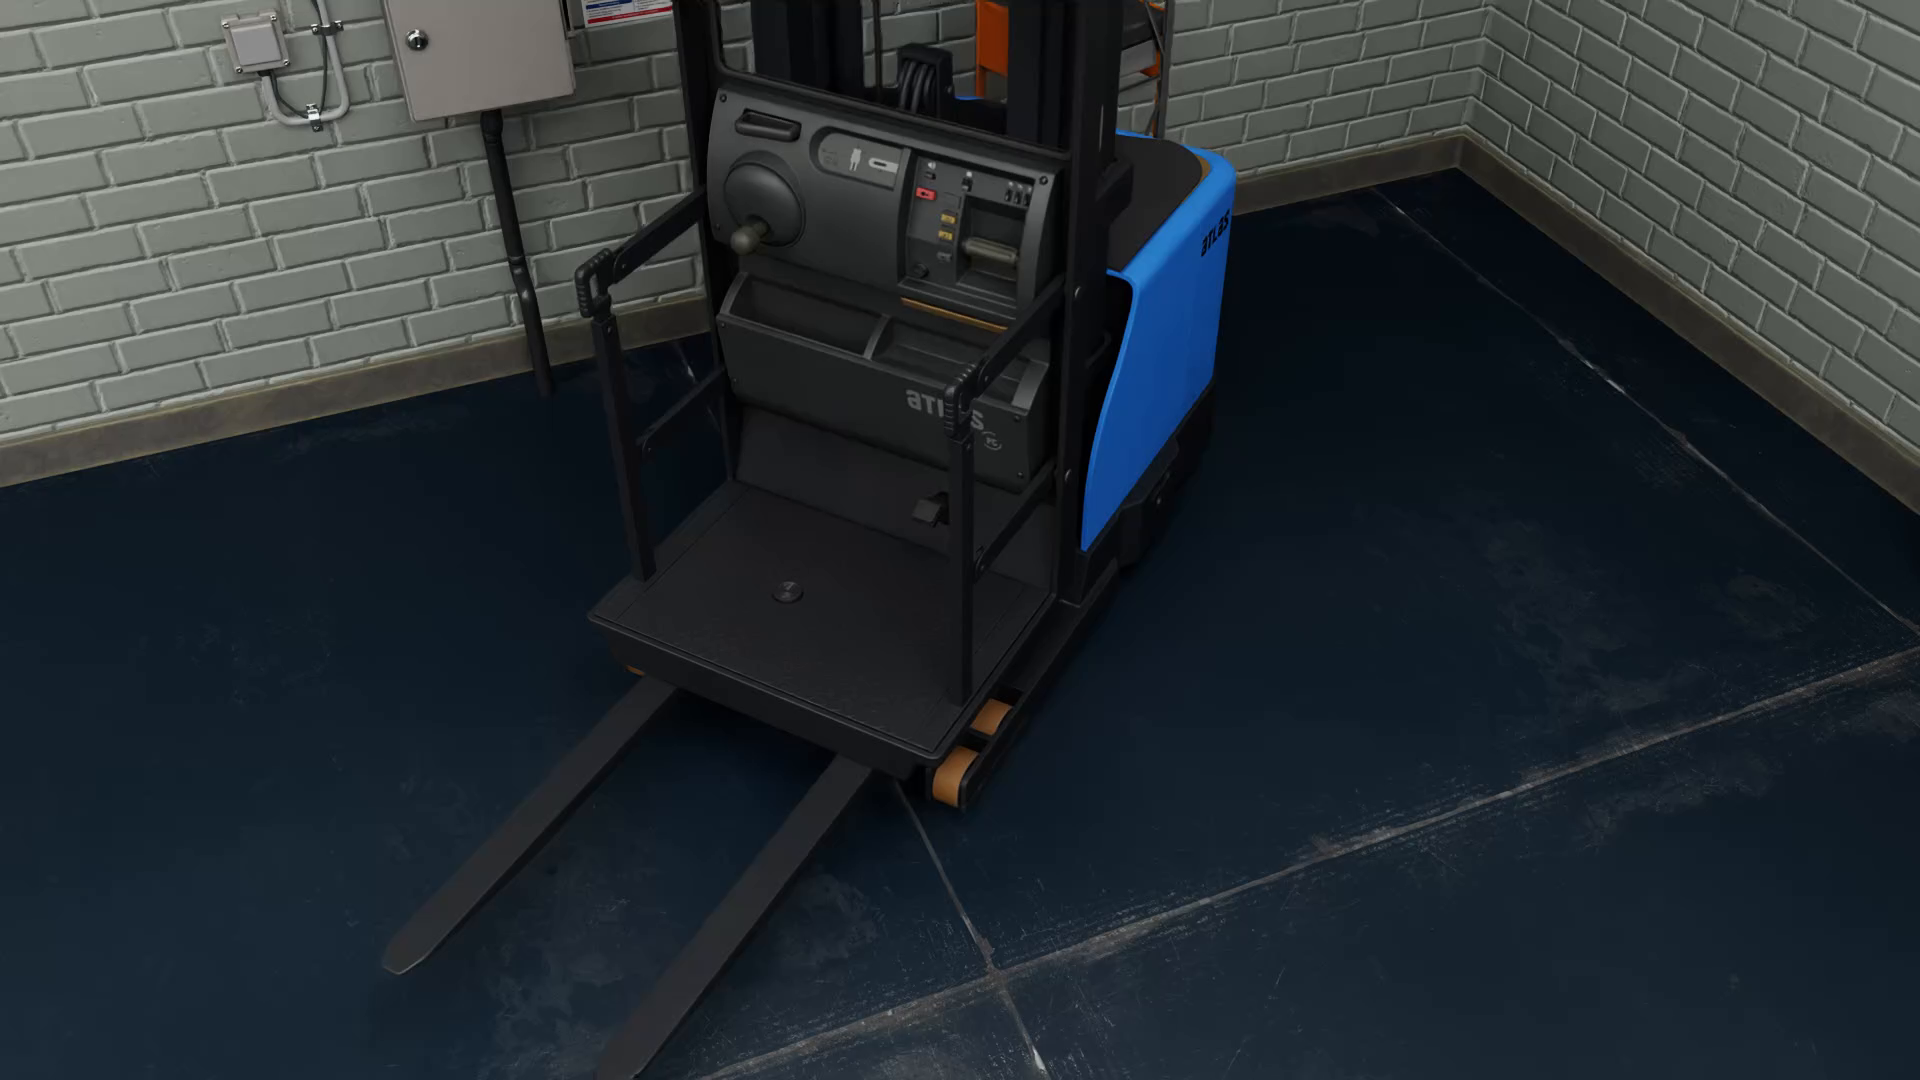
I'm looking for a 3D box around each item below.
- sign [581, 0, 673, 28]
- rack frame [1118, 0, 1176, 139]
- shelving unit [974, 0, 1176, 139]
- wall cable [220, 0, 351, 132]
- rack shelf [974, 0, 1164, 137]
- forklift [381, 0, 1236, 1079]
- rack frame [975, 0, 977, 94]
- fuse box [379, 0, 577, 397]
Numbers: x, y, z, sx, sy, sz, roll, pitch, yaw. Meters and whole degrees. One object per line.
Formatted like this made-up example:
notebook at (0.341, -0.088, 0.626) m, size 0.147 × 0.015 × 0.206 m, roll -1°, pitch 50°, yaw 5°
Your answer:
sign at (-1.043, -1.860, 5.185) m, size 0.329 × 0.494 × 0.001 m, roll -15°, pitch 43°, yaw -17°
rack frame at (0.519, -1.425, 5.296) m, size 0.400 × 2.100 × 0.015 m, roll -28°, pitch 48°, yaw -29°
shelving unit at (0.365, -1.548, 5.440) m, size 0.431 × 2.100 × 0.503 m, roll -28°, pitch 48°, yaw -29°
wall cable at (-2.111, -1.958, 4.447) m, size 0.588 × 1.984 × 0.122 m, roll -15°, pitch 43°, yaw -17°
rack shelf at (0.365, -1.537, 5.448) m, size 0.431 × 0.518 × 0.480 m, roll -28°, pitch 48°, yaw -29°
forklift at (-0.307, -0.740, 3.863) m, size 1.130 × 2.935 × 3.031 m, roll 19°, pitch 44°, yaw 21°
rack frame at (0.210, -1.671, 5.583) m, size 0.400 × 2.100 × 0.015 m, roll -28°, pitch 48°, yaw -29°
fuse box at (-1.420, -1.160, 5.286) m, size 0.539 × 1.711 × 0.414 m, roll -15°, pitch 43°, yaw -17°
